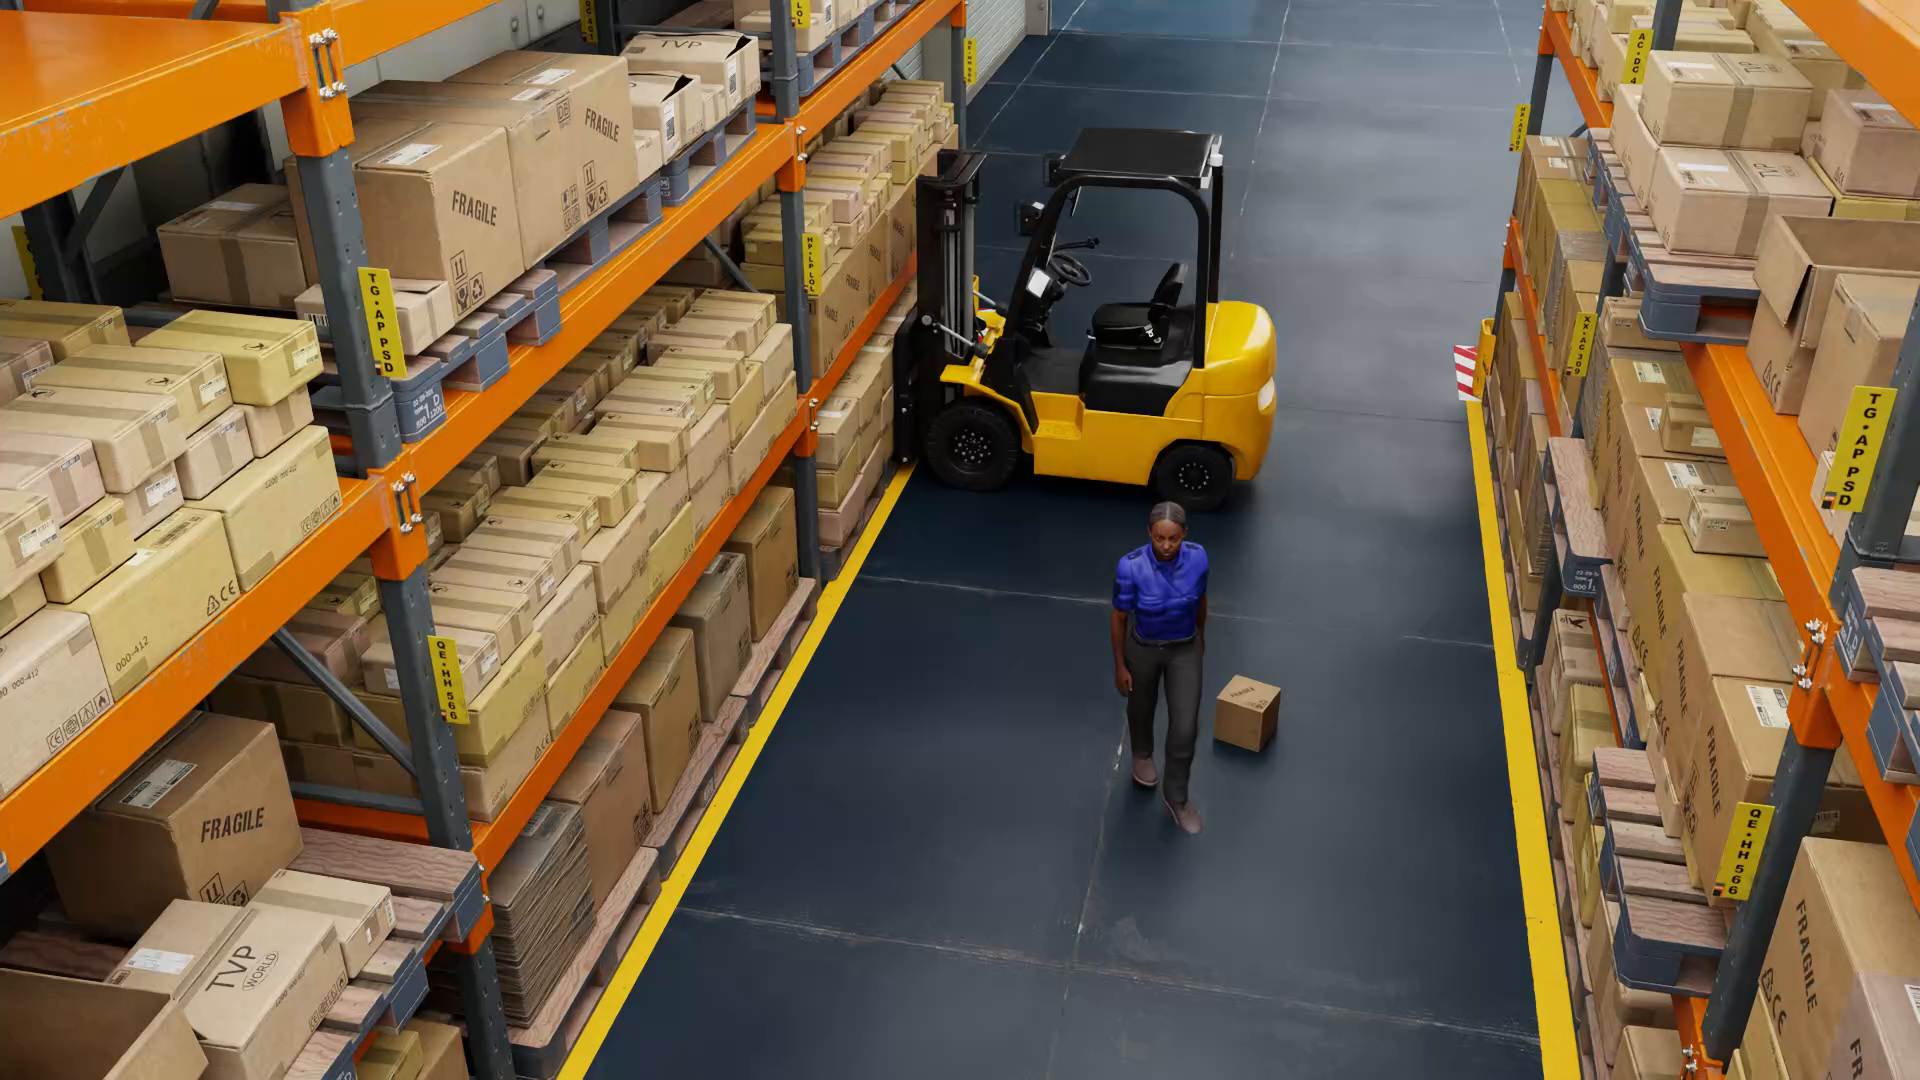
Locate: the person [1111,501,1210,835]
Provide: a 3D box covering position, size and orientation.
[{"bbox_3d":[0.916,0.535,7.687,0.476,1.694,0.611,-1,29,-2],"label":"person"}]
